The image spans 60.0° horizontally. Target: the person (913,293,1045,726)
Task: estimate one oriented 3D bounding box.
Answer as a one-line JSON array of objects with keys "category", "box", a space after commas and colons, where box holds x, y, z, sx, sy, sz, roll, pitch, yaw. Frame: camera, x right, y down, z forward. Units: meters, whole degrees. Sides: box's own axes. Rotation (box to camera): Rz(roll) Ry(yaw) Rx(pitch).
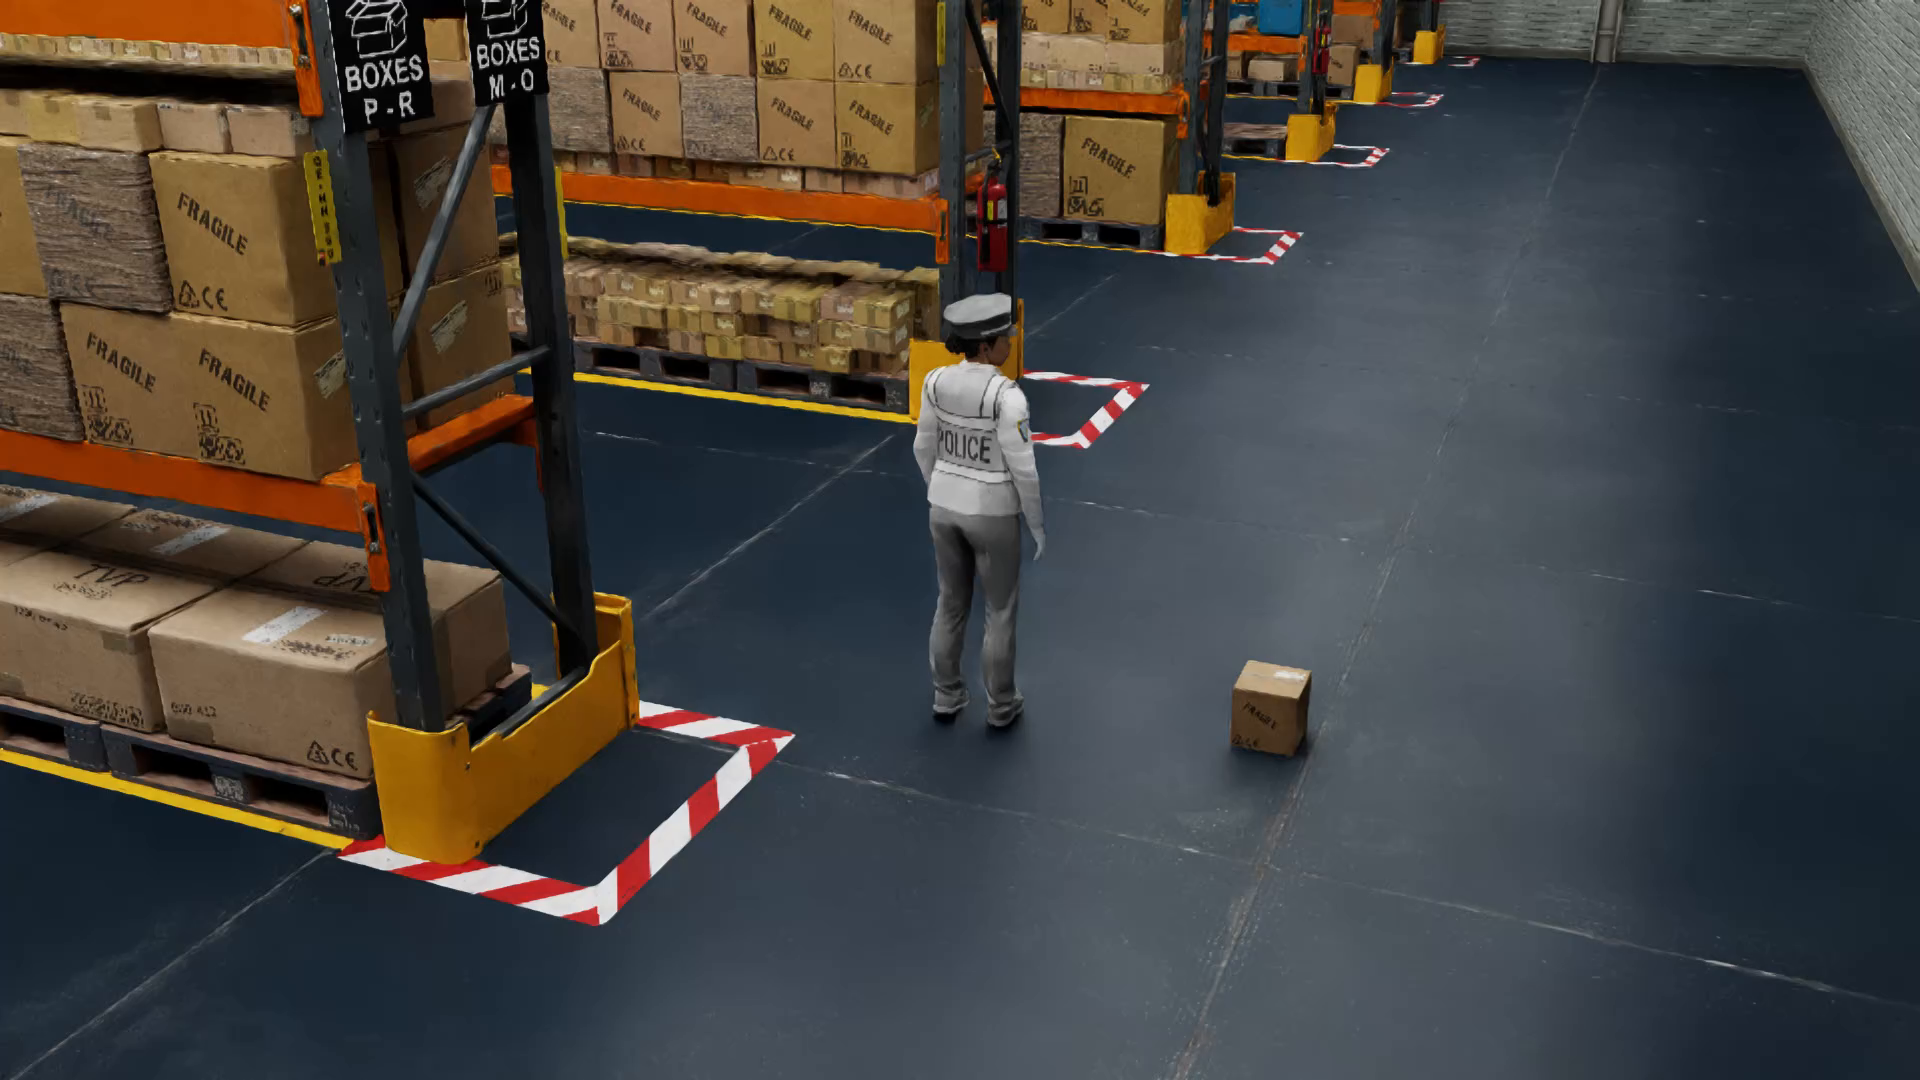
[{"category": "person", "box": [0.085, -0.076, 6.253, 0.529, 1.721, 0.378, 16, 27, 34]}]
